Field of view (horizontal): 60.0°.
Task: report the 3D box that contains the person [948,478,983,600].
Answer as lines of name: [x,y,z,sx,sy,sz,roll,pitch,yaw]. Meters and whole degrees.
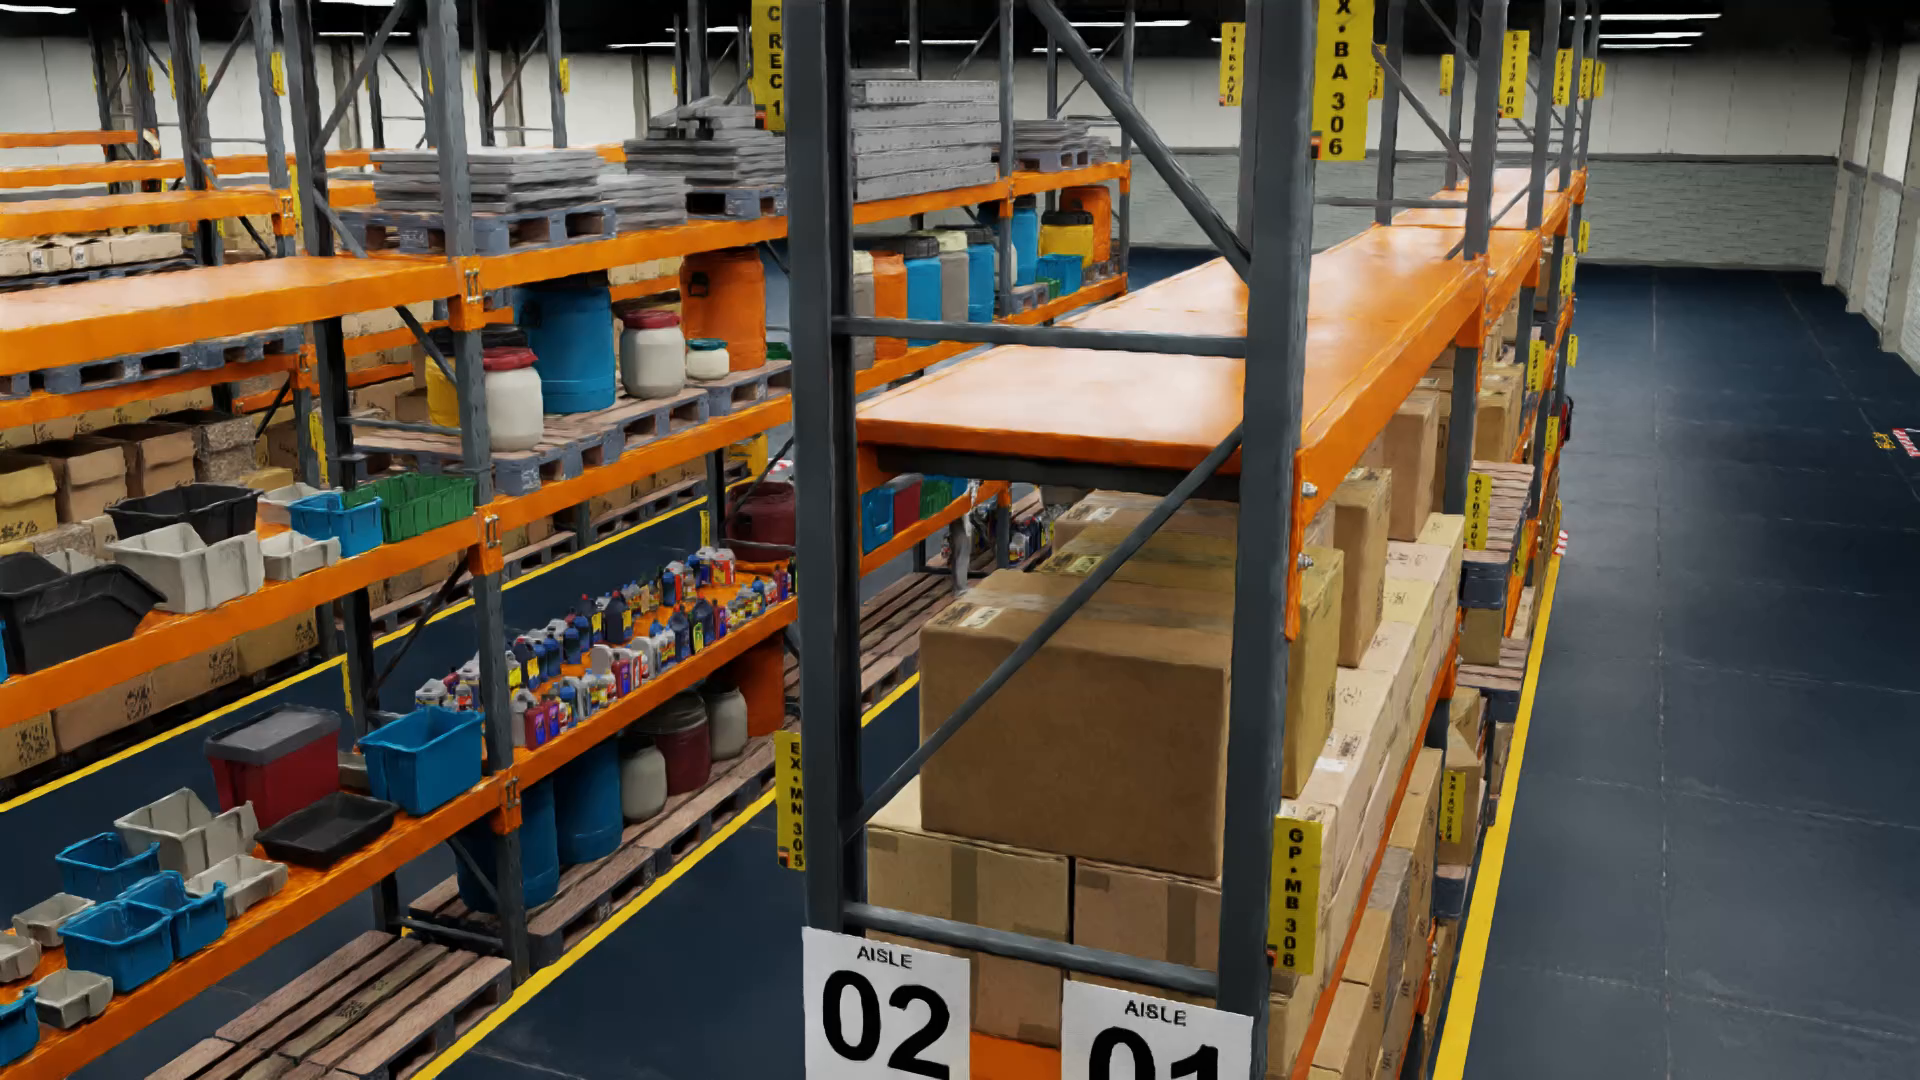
person: [0.042,-0.246,15.703,0.362,1.689,0.493,2,16,9]
